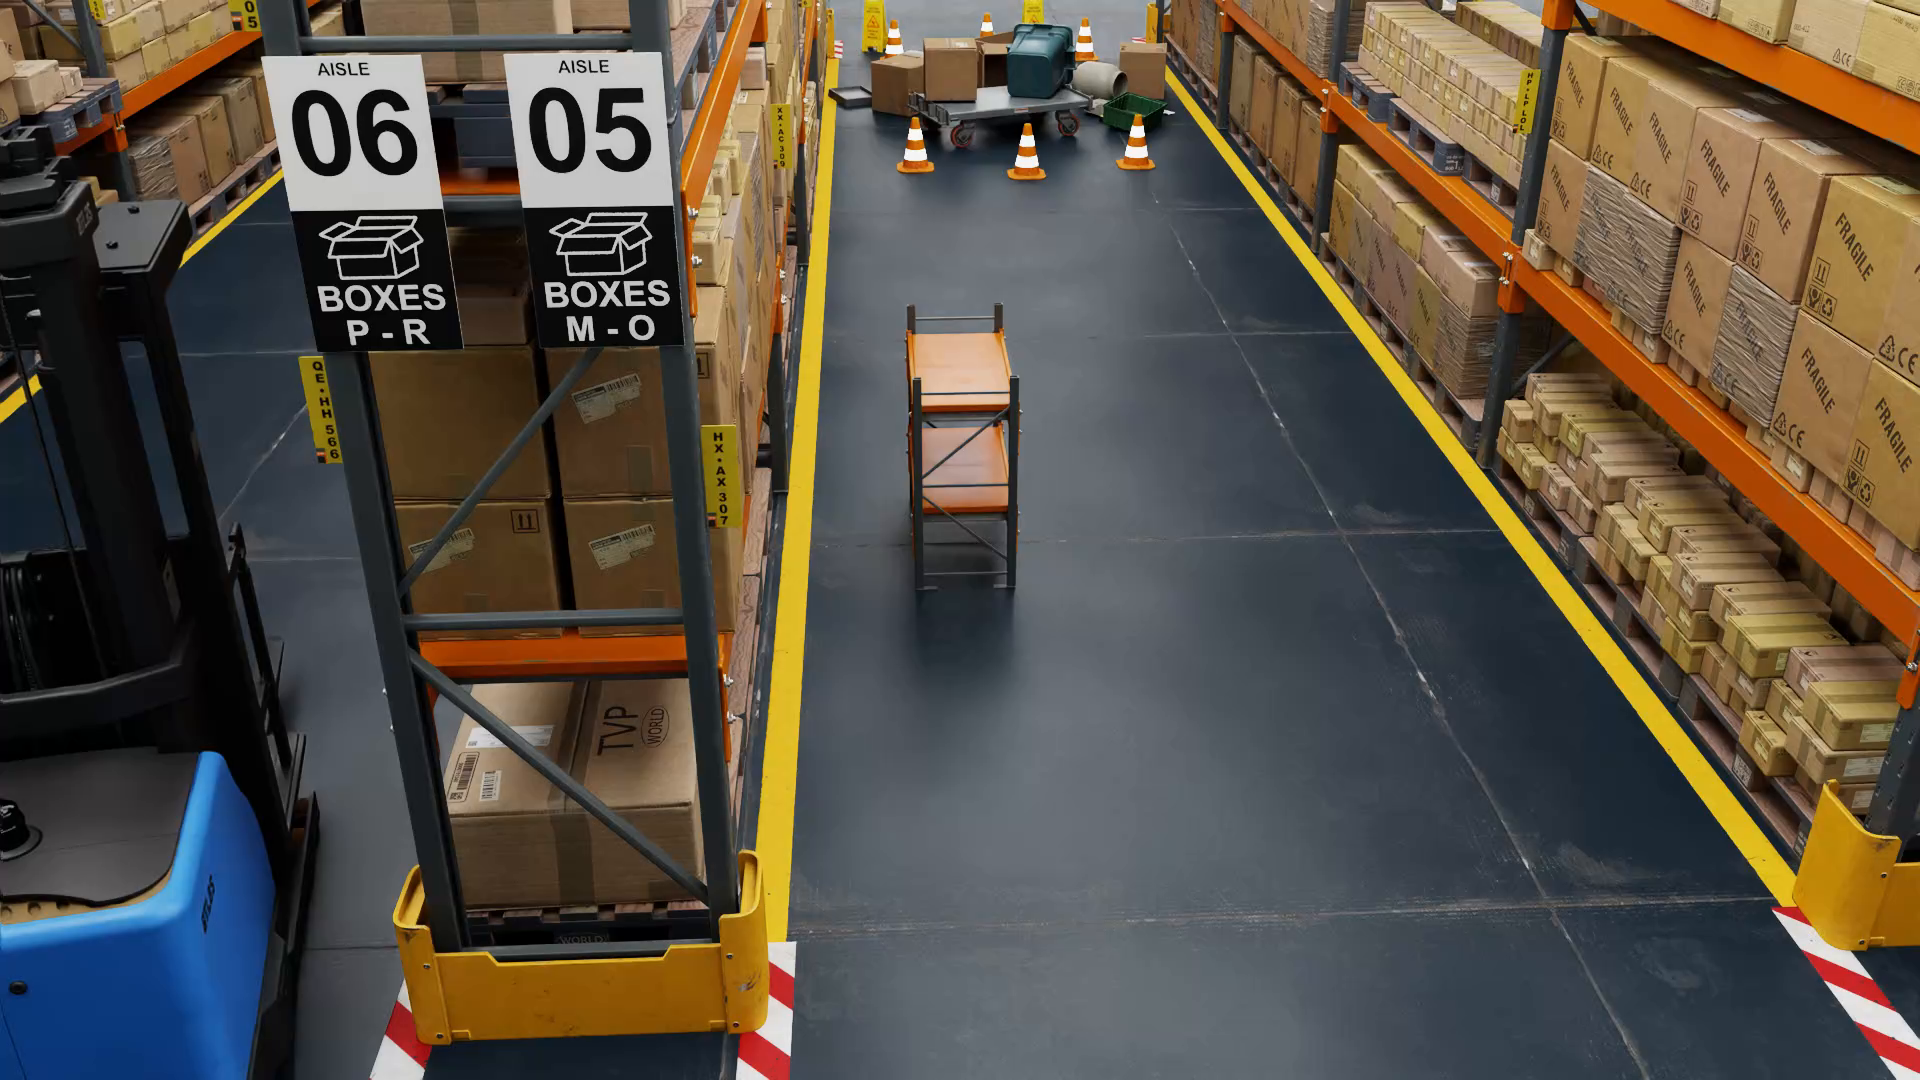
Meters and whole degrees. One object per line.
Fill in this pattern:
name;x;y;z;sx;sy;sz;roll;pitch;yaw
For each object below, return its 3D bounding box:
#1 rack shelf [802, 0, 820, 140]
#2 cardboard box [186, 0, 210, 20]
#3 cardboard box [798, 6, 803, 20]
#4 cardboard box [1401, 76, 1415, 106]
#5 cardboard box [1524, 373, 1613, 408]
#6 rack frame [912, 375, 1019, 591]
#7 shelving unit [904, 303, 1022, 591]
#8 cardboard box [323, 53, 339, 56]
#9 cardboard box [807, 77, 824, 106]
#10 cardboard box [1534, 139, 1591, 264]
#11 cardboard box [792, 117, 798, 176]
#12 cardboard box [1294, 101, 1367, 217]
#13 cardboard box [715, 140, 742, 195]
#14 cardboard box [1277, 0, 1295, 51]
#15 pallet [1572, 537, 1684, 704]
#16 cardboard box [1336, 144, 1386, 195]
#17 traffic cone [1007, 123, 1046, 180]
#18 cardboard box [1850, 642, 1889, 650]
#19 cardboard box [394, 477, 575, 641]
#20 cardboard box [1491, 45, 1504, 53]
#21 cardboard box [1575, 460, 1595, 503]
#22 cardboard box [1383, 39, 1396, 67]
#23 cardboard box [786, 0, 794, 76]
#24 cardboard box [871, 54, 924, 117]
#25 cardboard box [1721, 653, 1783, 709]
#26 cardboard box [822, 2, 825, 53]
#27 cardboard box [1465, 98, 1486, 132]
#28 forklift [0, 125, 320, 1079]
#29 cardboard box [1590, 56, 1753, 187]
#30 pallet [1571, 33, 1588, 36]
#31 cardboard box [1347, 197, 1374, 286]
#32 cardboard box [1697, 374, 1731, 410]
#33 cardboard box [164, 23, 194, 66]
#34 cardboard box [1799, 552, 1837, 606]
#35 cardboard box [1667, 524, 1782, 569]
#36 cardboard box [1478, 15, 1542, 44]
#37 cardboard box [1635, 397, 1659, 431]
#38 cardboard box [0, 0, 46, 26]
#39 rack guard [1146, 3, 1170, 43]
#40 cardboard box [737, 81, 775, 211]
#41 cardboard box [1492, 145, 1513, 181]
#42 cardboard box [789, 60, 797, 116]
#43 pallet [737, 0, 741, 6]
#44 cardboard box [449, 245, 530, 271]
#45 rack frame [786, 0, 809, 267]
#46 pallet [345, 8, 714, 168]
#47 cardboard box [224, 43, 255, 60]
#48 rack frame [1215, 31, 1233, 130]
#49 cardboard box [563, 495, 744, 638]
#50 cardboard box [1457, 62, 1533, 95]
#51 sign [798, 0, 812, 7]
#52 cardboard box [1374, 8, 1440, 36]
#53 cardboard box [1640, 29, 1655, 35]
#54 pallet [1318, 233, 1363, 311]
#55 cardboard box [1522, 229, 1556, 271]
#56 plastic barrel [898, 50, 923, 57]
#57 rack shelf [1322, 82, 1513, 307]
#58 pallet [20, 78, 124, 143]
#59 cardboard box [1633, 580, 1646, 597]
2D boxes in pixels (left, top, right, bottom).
rack shelf;-1.769;-4.053;14.054;1.077;0.370;4.000;-1;28;-3
cardboard box;-6.487;-4.401;13.566;0.500;0.250;0.500;-1;28;-2
cardboard box;-1.491;-4.264;12.798;0.500;0.500;0.500;0;28;0
cardboard box;3.156;-2.981;11.040;0.380;0.149;0.250;-1;28;-1
cardboard box;3.293;-0.789;9.004;0.380;0.149;0.250;0;28;-1
rack frame;0.027;-0.261;8.034;0.500;1.125;0.032;-1;28;-3
shelving unit;0.000;-0.496;8.484;0.538;1.125;1.048;-1;28;-3
cardboard box;-6.575;-4.826;16.737;0.500;0.250;0.500;-2;28;-3
cardboard box;-1.635;-4.541;16.732;0.500;0.250;0.500;-3;28;-5
cardboard box;3.256;-1.708;8.352;0.500;0.500;0.500;-2;28;-4
cardboard box;-1.271;-2.451;10.367;0.500;0.250;0.500;-2;28;-3
cardboard box;3.331;-3.086;13.402;1.050;0.750;0.750;-2;28;-3
cardboard box;-1.028;-1.416;6.331;0.380;0.149;0.250;-2;28;-4
cardboard box;2.931;-4.321;13.683;0.500;0.500;0.500;-2;28;-4
pallet;3.619;0.344;7.863;1.003;0.211;1.213;-1;28;-3
cardboard box;3.068;-2.700;12.121;0.500;0.250;0.500;-3;28;-5
traffic cone;0.603;-3.522;15.002;0.336;0.463;0.334;-1;28;-3
cardboard box;3.861;0.539;6.779;0.380;0.149;0.250;-1;28;-2
cardboard box;-1.536;-0.014;5.425;0.500;0.500;0.500;-1;28;-2
cardboard box;3.798;-3.243;11.221;0.380;0.149;0.250;-1;28;-3
cardboard box;3.344;-0.295;8.378;0.380;0.149;0.250;-3;28;-5
cardboard box;3.132;-3.344;11.414;0.380;0.149;0.250;-2;28;-4
cardboard box;-1.322;-3.237;10.523;0.500;0.500;0.500;-1;28;-3
cardboard box;-0.571;-4.716;17.248;0.500;0.500;0.500;19;33;32
cardboard box;3.350;0.550;6.760;0.380;0.149;0.250;-2;28;-5
cardboard box;-1.700;-5.360;17.492;0.500;0.500;0.500;0;28;0
cardboard box;3.221;-2.515;9.824;0.380;0.149;0.250;-2;28;-4
forklift;-2.979;0.043;5.497;1.130;2.935;3.031;-7;28;-13
cardboard box;3.305;-1.933;7.702;0.500;0.500;0.500;-2;28;-4
pallet;7.825;-5.734;19.516;1.003;0.211;1.213;-1;28;-3
cardboard box;3.085;-2.127;11.833;0.500;0.500;0.500;-1;28;-2
cardboard box;3.382;-0.671;7.065;0.380;0.149;0.250;-1;28;-2
cardboard box;-6.456;-3.941;13.224;0.500;0.250;0.500;-2;28;-4
cardboard box;3.883;0.160;7.186;0.380;0.149;0.250;0;28;-1
cardboard box;3.391;0.054;7.388;0.380;0.149;0.250;-2;28;-4
cardboard box;3.781;-3.500;11.392;0.380;0.149;0.250;-1;28;-1
cardboard box;3.814;-0.678;8.791;0.380;0.149;0.250;-1;28;-2
cardboard box;-6.840;-3.804;11.989;0.380;0.149;0.250;-1;28;-1
rack guard;2.854;-6.211;20.119;1.175;0.500;0.348;-1;28;-3
cardboard box;-1.155;-1.877;7.916;0.500;0.500;0.500;-2;28;-3
cardboard box;3.250;-2.140;9.427;0.380;0.149;0.250;-1;28;-2
cardboard box;-1.308;-2.913;10.713;0.500;0.250;0.500;-2;28;-4
pallet;-1.423;-2.513;7.177;1.003;0.211;1.213;-1;28;-3
cardboard box;-1.503;-0.806;5.161;0.380;0.149;0.250;-1;28;-2
rack frame;-1.665;-3.448;12.117;1.000;3.000;0.127;-1;28;-3
pallet;-1.296;-1.386;5.017;1.003;0.211;1.213;-1;28;-3
cardboard box;-7.049;-4.807;16.160;0.500;0.250;0.500;-1;28;-2
rack frame;3.065;-5.461;15.977;1.000;3.000;0.127;-1;28;-3
cardboard box;-0.985;-0.026;5.449;0.500;0.500;0.500;-2;28;-3
cardboard box;3.217;-2.764;9.981;0.380;0.149;0.250;-2;28;-4
sign;-1.110;-3.976;11.878;0.100;0.325;0.005;-1;28;-3
cardboard box;3.121;-3.611;11.603;0.380;0.149;0.250;-2;28;-4
cardboard box;7.909;-5.606;18.504;0.500;0.500;0.500;1;28;2
pallet;3.313;-2.017;12.389;1.003;0.211;1.213;-1;28;-3
cardboard box;3.170;-1.517;8.686;0.380;0.149;0.250;0;28;-1
plastic barrel;-0.463;-5.083;18.038;0.512;0.421;0.421;19;33;32
rack shelf;3.378;-2.371;10.831;1.077;0.370;4.000;-1;28;-3
pallet;-6.516;-2.930;11.331;1.213;0.211;1.003;-1;28;-3
cardboard box;3.379;0.205;7.743;0.380;0.149;0.250;-1;28;-1
